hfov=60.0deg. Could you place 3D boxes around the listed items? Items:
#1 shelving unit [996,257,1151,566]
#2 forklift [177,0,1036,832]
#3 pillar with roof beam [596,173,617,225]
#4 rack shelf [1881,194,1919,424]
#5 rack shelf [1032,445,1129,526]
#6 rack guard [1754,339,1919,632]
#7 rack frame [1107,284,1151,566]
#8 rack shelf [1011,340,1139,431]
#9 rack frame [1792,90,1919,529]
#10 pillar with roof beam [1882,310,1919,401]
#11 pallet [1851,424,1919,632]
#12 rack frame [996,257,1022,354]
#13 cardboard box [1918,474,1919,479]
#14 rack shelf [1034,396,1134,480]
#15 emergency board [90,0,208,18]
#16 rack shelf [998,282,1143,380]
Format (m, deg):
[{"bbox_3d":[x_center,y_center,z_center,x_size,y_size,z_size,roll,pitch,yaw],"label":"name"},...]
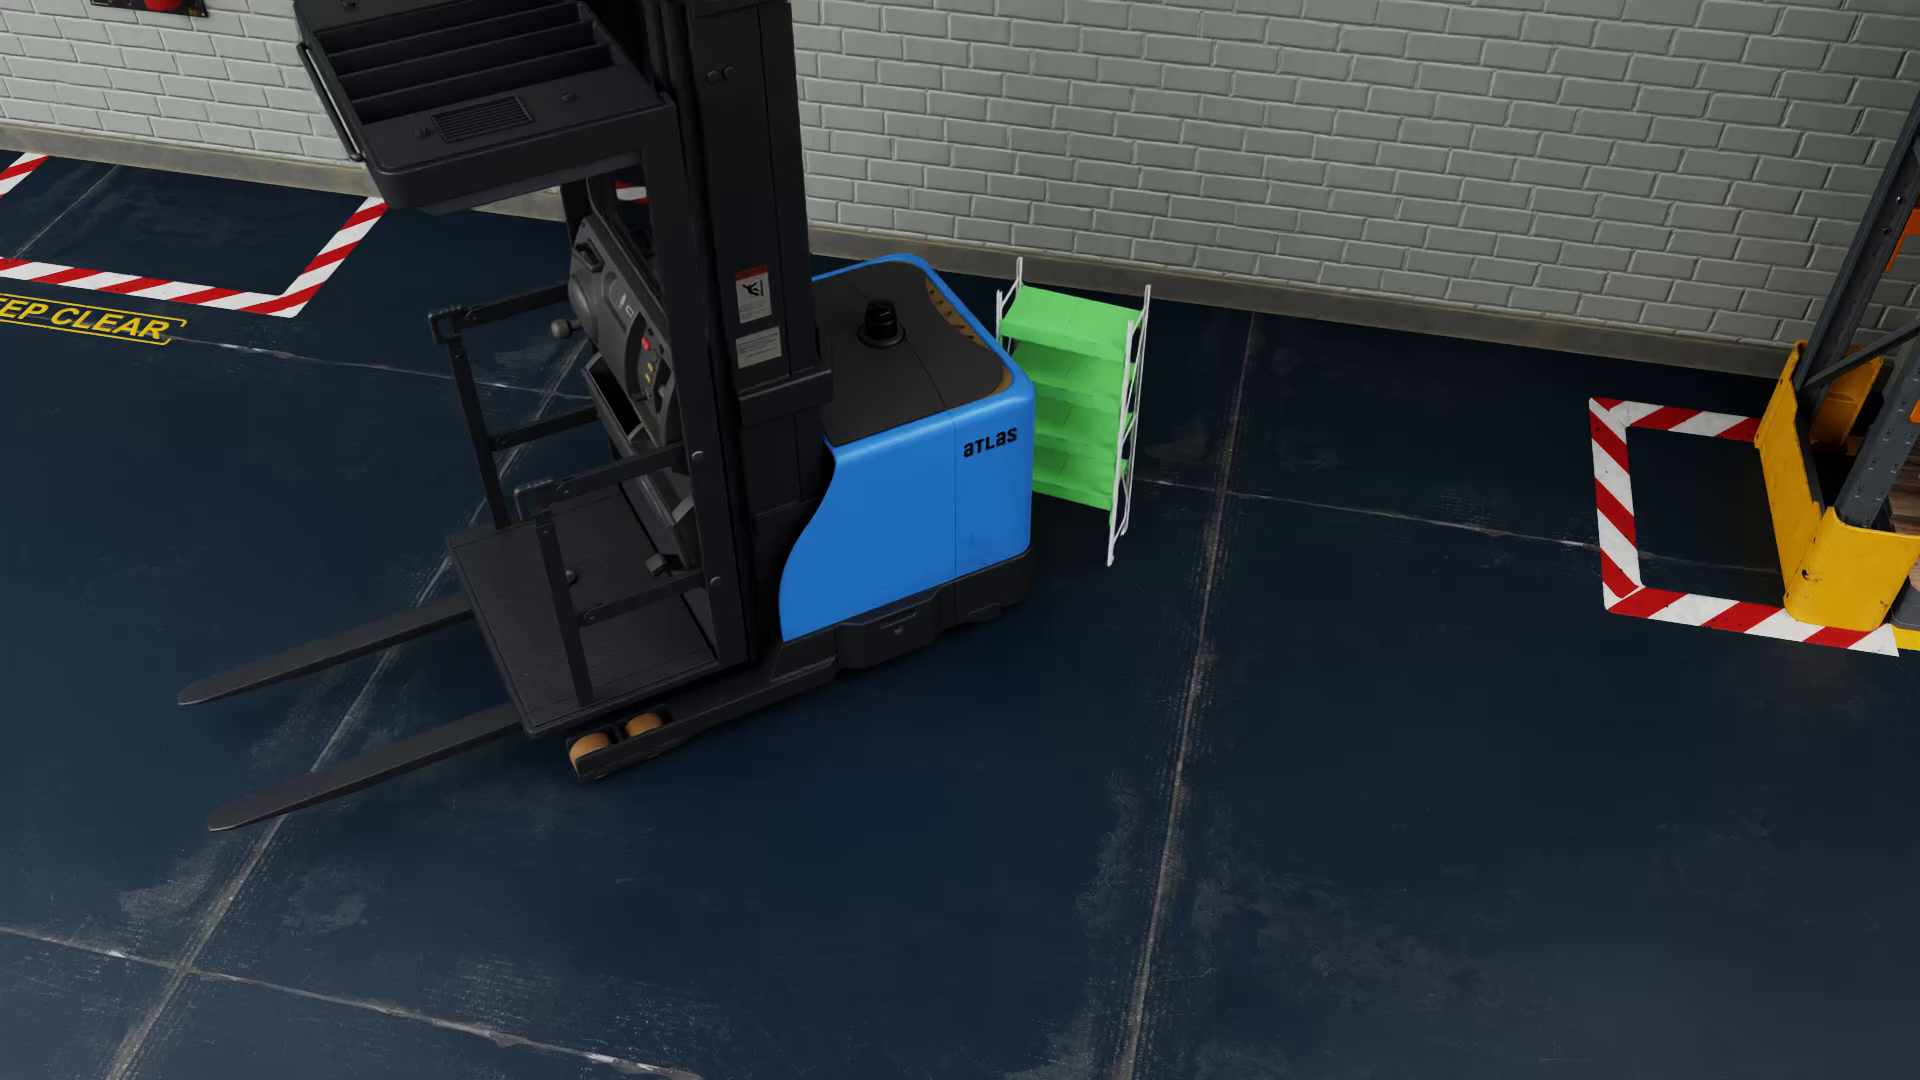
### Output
[{"bbox_3d":[0.408,-0.467,6.370,0.503,1.200,0.258,15,46,15],"label":"shelving unit"},{"bbox_3d":[-1.268,-0.634,5.295,3.031,2.935,1.130,-20,47,-20],"label":"forklift"},{"bbox_3d":[-2.503,-1.787,2.118,0.400,9.000,9.100,9,45,9],"label":"pillar with roof beam"},{"bbox_3d":[5.372,-0.589,5.718,4.000,0.370,1.077,9,45,9],"label":"rack shelf"},{"bbox_3d":[0.408,-0.248,6.580,0.480,0.148,0.258,15,46,15],"label":"rack shelf"},{"bbox_3d":[3.495,-0.239,6.638,0.348,0.500,1.175,9,45,9],"label":"rack guard"},{"bbox_3d":[0.637,-0.407,6.307,0.015,1.200,0.240,15,46,15],"label":"rack frame"},{"bbox_3d":[0.408,-0.594,6.247,0.480,0.148,0.258,15,46,15],"label":"rack shelf"},{"bbox_3d":[3.421,-1.151,5.783,0.127,3.000,1.000,9,45,9],"label":"rack frame"},{"bbox_3d":[3.353,-0.879,1.174,0.400,9.000,9.100,9,45,9],"label":"pillar with roof beam"},{"bbox_3d":[4.280,0.012,6.585,1.213,0.211,1.003,9,45,9],"label":"pallet"},{"bbox_3d":[0.180,-0.527,6.432,0.015,1.200,0.240,15,46,15],"label":"rack frame"},{"bbox_3d":[4.076,-0.175,6.391,0.500,0.311,0.500,4,44,4],"label":"cardboard box"},{"bbox_3d":[0.408,-0.421,6.414,0.480,0.148,0.258,15,46,15],"label":"rack shelf"},{"bbox_3d":[-3.966,-2.939,7.641,0.643,1.169,0.194,9,45,9],"label":"emergency board"},{"bbox_3d":[0.408,-0.766,6.081,0.480,0.148,0.258,15,46,15],"label":"rack shelf"}]
